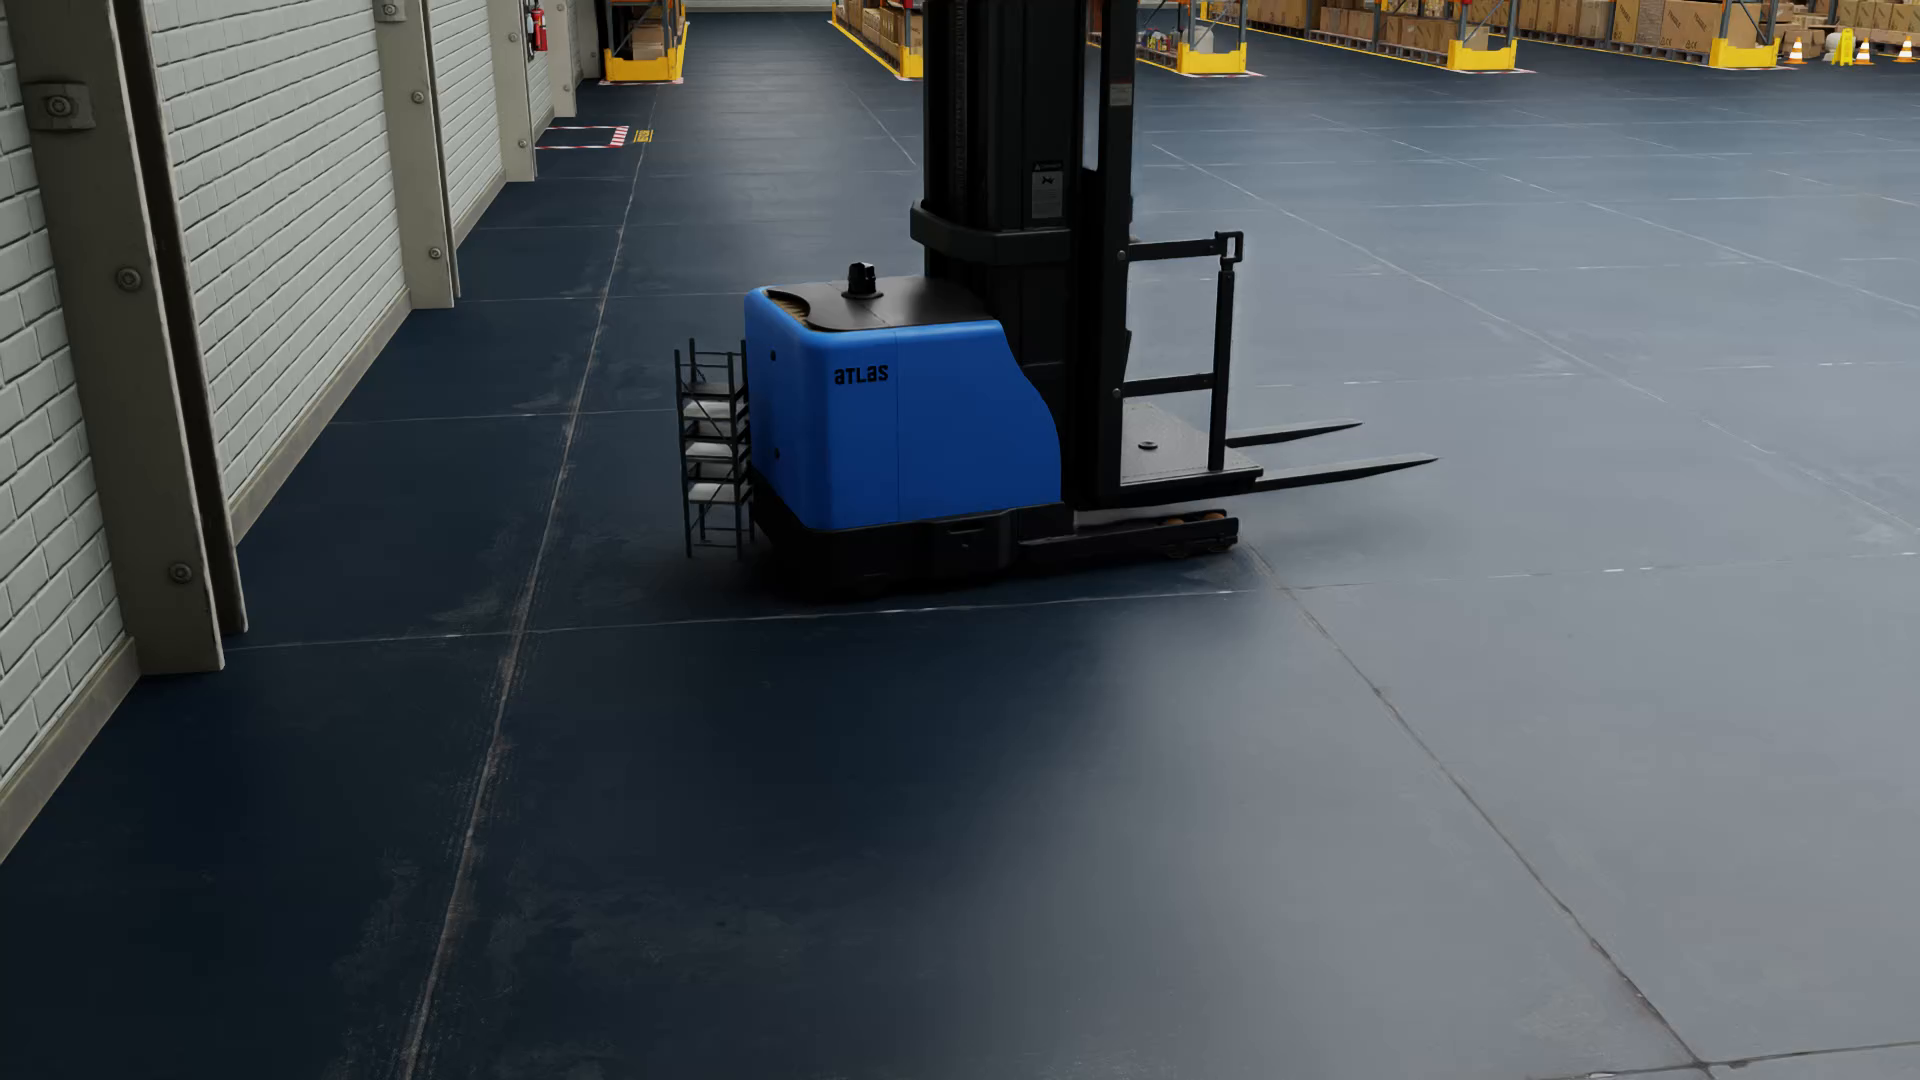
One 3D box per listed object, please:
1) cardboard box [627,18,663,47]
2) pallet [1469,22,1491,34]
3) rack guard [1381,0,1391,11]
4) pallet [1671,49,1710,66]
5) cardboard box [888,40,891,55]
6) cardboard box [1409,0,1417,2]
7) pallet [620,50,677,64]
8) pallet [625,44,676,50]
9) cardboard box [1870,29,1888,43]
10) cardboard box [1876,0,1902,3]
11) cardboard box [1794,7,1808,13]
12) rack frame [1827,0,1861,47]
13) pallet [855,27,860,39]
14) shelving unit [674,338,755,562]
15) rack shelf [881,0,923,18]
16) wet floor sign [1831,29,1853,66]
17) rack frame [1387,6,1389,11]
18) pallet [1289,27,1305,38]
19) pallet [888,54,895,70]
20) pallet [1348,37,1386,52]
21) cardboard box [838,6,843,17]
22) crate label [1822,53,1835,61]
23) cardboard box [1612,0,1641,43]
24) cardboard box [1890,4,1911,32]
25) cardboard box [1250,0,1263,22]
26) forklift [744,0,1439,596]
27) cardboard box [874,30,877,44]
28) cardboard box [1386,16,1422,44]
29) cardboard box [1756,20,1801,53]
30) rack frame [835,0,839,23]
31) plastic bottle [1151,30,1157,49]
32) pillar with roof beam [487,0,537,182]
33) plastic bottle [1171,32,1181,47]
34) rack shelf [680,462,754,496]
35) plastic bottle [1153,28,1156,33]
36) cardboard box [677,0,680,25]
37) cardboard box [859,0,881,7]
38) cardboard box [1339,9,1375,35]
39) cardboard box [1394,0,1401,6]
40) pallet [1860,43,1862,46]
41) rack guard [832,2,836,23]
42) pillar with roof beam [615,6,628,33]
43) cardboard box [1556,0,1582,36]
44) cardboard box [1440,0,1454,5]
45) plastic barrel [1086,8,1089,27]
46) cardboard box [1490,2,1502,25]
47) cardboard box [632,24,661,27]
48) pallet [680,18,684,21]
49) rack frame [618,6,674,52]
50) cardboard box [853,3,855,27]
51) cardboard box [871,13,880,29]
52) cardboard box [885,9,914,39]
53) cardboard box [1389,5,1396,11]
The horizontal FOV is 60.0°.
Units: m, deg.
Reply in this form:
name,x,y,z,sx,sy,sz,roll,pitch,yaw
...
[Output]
name,x,y,z,sx,sy,sz,roll,pitch,yaw
cardboard box,-6.033,-9.783,32.066,0.700,0.500,0.500,-2,21,-6
pallet,12.857,-12.229,39.657,1.003,0.211,1.213,-3,21,-8
rack guard,11.998,-14.416,45.099,1.175,0.500,0.348,-3,21,-8
pallet,14.101,-9.040,31.119,1.003,0.211,1.213,-3,21,-8
cardboard box,-1.030,-8.958,30.244,0.500,0.250,0.500,-3,21,-8
cardboard box,11.936,-14.100,43.305,0.380,0.149,0.250,-3,21,-7
pallet,-5.779,-8.957,30.896,1.003,0.211,1.213,-3,21,-8
pallet,-6.024,-9.457,32.235,1.003,0.211,1.213,-3,21,-8
cardboard box,18.586,-10.066,33.210,0.500,0.250,0.500,-3,21,-8
cardboard box,18.495,-10.772,33.101,0.380,0.149,0.250,-2,21,-5
cardboard box,21.988,-13.804,43.362,0.380,0.149,0.250,-4,21,-9
rack frame,18.601,-11.743,34.370,1.000,3.000,0.127,-3,21,-8
pallet,-1.828,-11.505,37.720,1.003,0.211,1.213,-3,21,-8
shelving unit,-1.017,-0.373,6.929,0.258,0.900,0.210,3,21,8
rack shelf,-0.721,-9.716,29.970,1.077,0.370,4.000,-3,21,-8
wet floor sign,16.257,-9.061,30.553,0.267,0.644,0.232,-7,21,-17
rack frame,11.987,-15.613,44.732,1.000,3.000,0.127,-3,21,-8
pallet,8.179,-11.599,37.969,1.003,0.211,1.213,-3,21,-8
pallet,-0.757,-8.738,30.310,1.003,0.211,1.213,-3,21,-8
pallet,8.681,-10.207,34.242,1.003,0.211,1.213,-3,21,-8
cardboard box,-2.797,-13.269,41.757,0.500,0.250,0.500,-3,21,-8
crate label,16.615,-9.196,31.643,0.250,0.136,0.298,-15,25,-35
cardboard box,13.739,-10.439,33.314,0.875,0.875,0.875,-3,21,-7
cardboard box,18.660,-10.238,32.598,0.500,0.500,0.500,-3,21,-9
cardboard box,7.753,-12.994,40.156,1.225,0.875,0.875,-3,21,-8
forklift,0.650,-1.459,6.934,3.031,2.935,1.130,-8,22,-19
cardboard box,-1.427,-9.958,32.920,0.500,0.250,0.500,-3,21,-9
cardboard box,8.812,-10.129,33.020,0.500,0.500,0.500,-4,21,-9
cardboard box,16.276,-10.056,33.228,0.797,0.637,0.503,-3,21,-8
rack frame,-2.739,-14.900,42.822,1.000,3.000,0.127,-3,21,-8
plastic bottle,3.687,-9.446,31.376,0.144,0.351,0.185,-3,21,-8
pillar with roof beam,-0.301,-8.180,16.257,9.100,9.000,0.400,-3,21,-8
plastic bottle,4.156,-9.633,31.984,0.152,0.276,0.135,-3,21,-8
rack shelf,-1.017,-0.257,6.972,0.258,0.077,0.200,3,21,8
plastic bottle,3.742,-9.666,31.965,0.144,0.351,0.185,-3,21,-8
cardboard box,-6.710,-11.927,37.336,0.750,0.750,0.750,-2,21,-6
cardboard box,-1.965,-11.848,36.522,0.500,0.250,0.500,-2,21,-6
cardboard box,8.515,-11.045,35.445,0.700,0.500,0.500,-1,21,-3
cardboard box,11.792,-14.322,44.324,0.380,0.149,0.250,-3,21,-8
pallet,18.487,-10.706,35.580,1.003,0.211,1.213,-3,21,-8
rack guard,-2.728,-13.702,43.189,1.175,0.500,0.348,-3,21,-8
pillar with roof beam,-3.760,-16.490,38.505,9.100,9.000,0.400,-3,21,-8
cardboard box,13.403,-11.146,35.387,1.050,0.750,0.750,-3,21,-8
cardboard box,12.255,-13.478,41.640,0.380,0.149,0.250,-2,21,-6
plastic barrel,3.059,-11.769,37.396,0.421,0.512,0.421,0,20,0
cardboard box,12.716,-12.264,38.737,0.500,0.500,0.500,-2,21,-6
cardboard box,-5.721,-9.172,30.429,0.500,0.500,0.500,-4,21,-12
pallet,-7.275,-12.648,40.778,1.003,0.211,1.213,-3,21,-8
rack frame,-5.910,-10.494,31.026,1.000,3.000,0.127,-3,21,-8
cardboard box,-2.181,-12.013,38.036,0.500,0.500,0.500,-3,21,-7
cardboard box,-1.502,-10.395,33.289,0.500,0.311,0.500,-3,21,-8
cardboard box,-1.108,-9.482,30.575,0.500,0.500,0.500,-3,21,-8
cardboard box,11.746,-14.277,44.629,0.380,0.149,0.250,-2,21,-7
